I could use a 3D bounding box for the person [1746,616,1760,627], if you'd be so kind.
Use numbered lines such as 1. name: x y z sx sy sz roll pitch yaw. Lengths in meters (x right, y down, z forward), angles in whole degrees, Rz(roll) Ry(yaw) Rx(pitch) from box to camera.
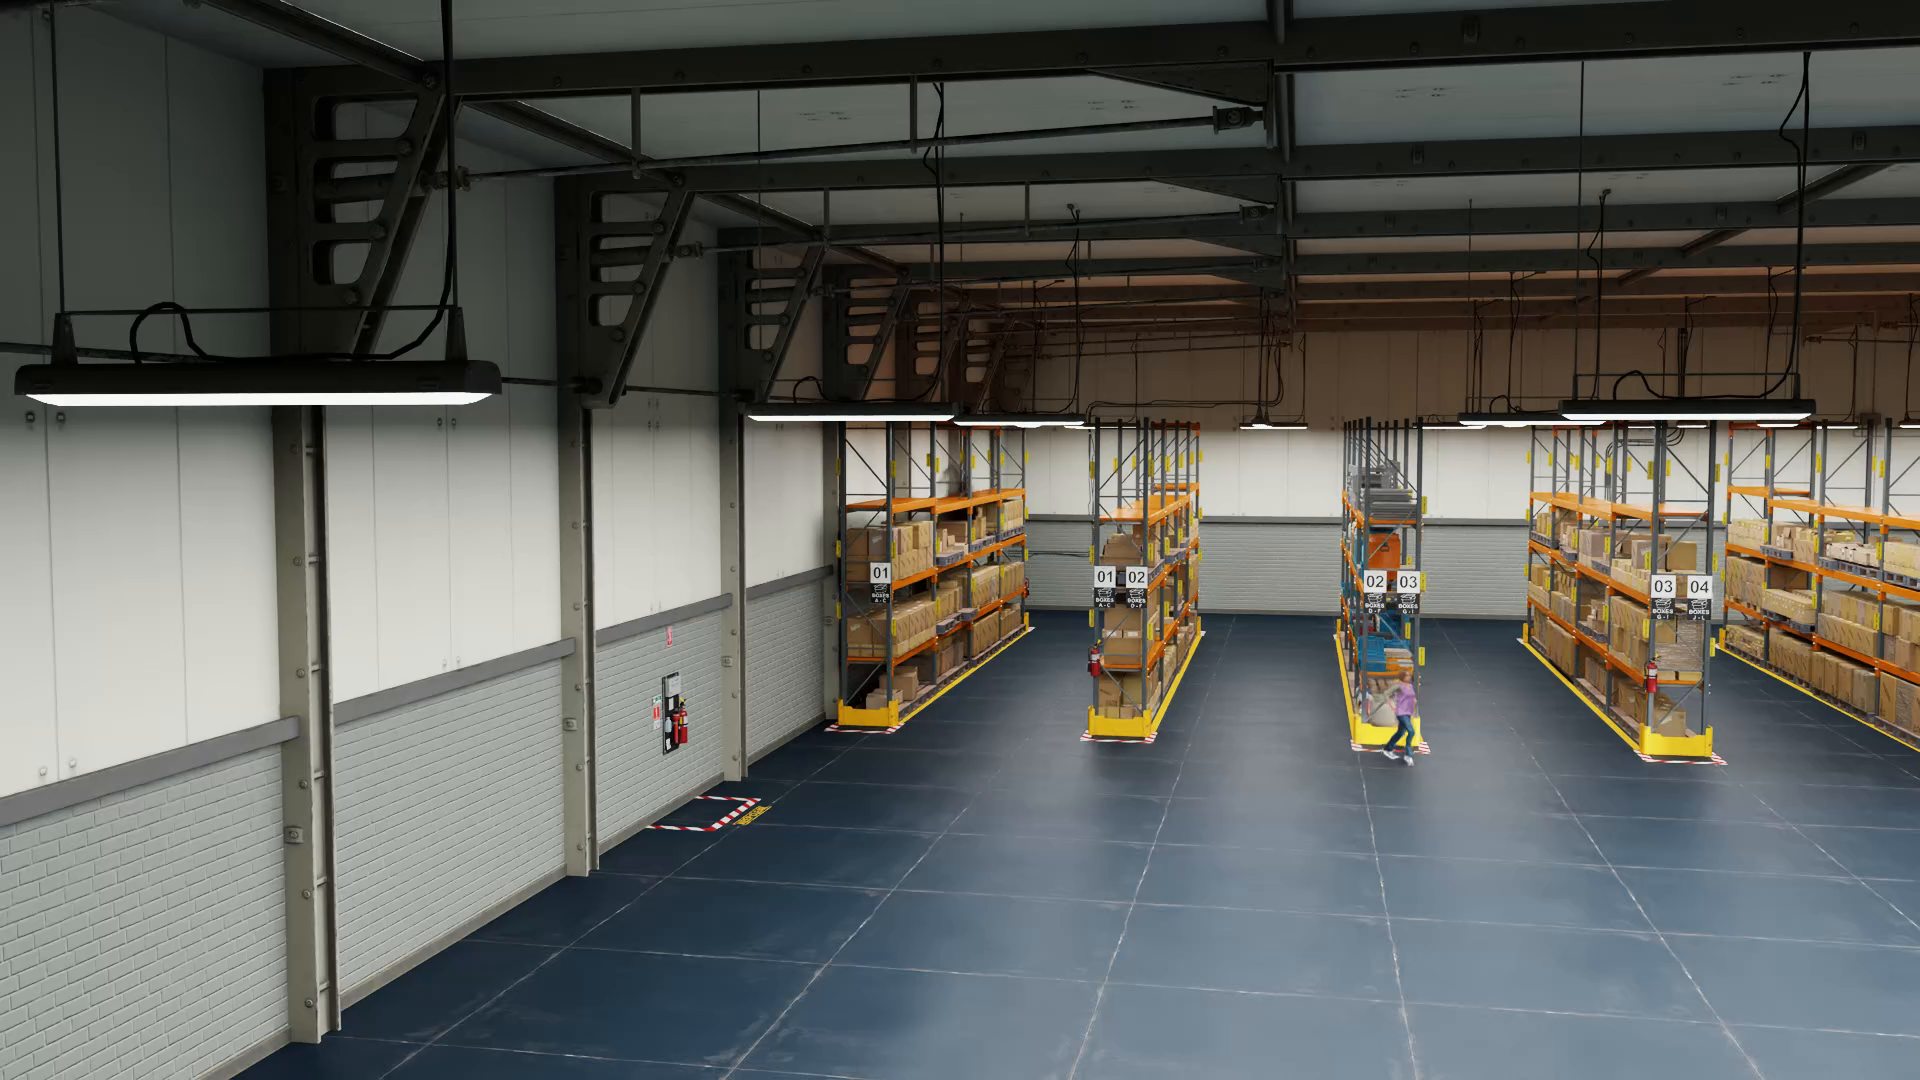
1. person: 21.782 1.978 45.184 0.713 1.690 0.586 1 4 9

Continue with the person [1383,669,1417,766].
1. person: 7.661 3.067 28.820 0.646 1.646 0.552 3 5 41

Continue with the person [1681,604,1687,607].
1. person: 18.690 2.113 43.098 0.626 1.655 0.554 1 4 18
